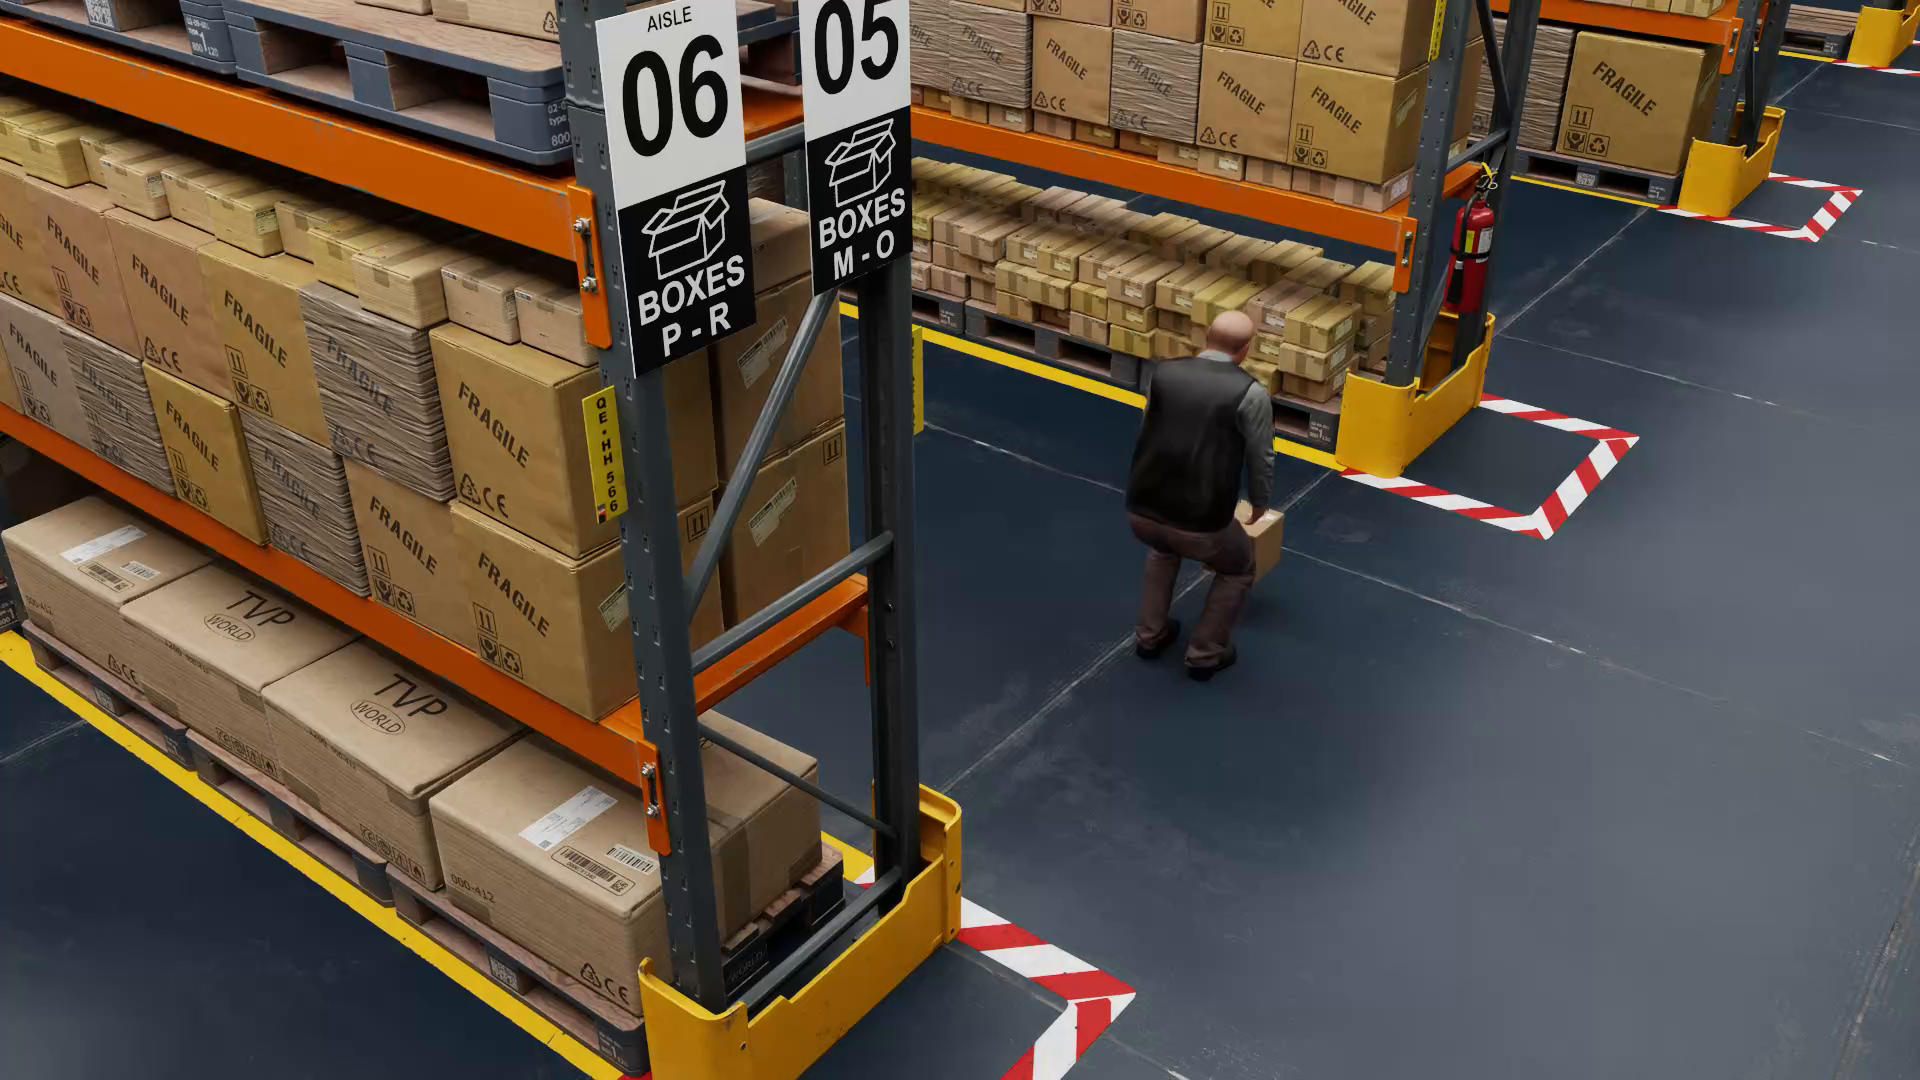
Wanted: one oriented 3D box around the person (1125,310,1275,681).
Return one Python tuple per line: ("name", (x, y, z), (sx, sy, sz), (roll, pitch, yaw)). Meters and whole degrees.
("person", (0.933, -0.166, 6.698), (0.590, 1.462, 0.669), (21, 37, 32))
